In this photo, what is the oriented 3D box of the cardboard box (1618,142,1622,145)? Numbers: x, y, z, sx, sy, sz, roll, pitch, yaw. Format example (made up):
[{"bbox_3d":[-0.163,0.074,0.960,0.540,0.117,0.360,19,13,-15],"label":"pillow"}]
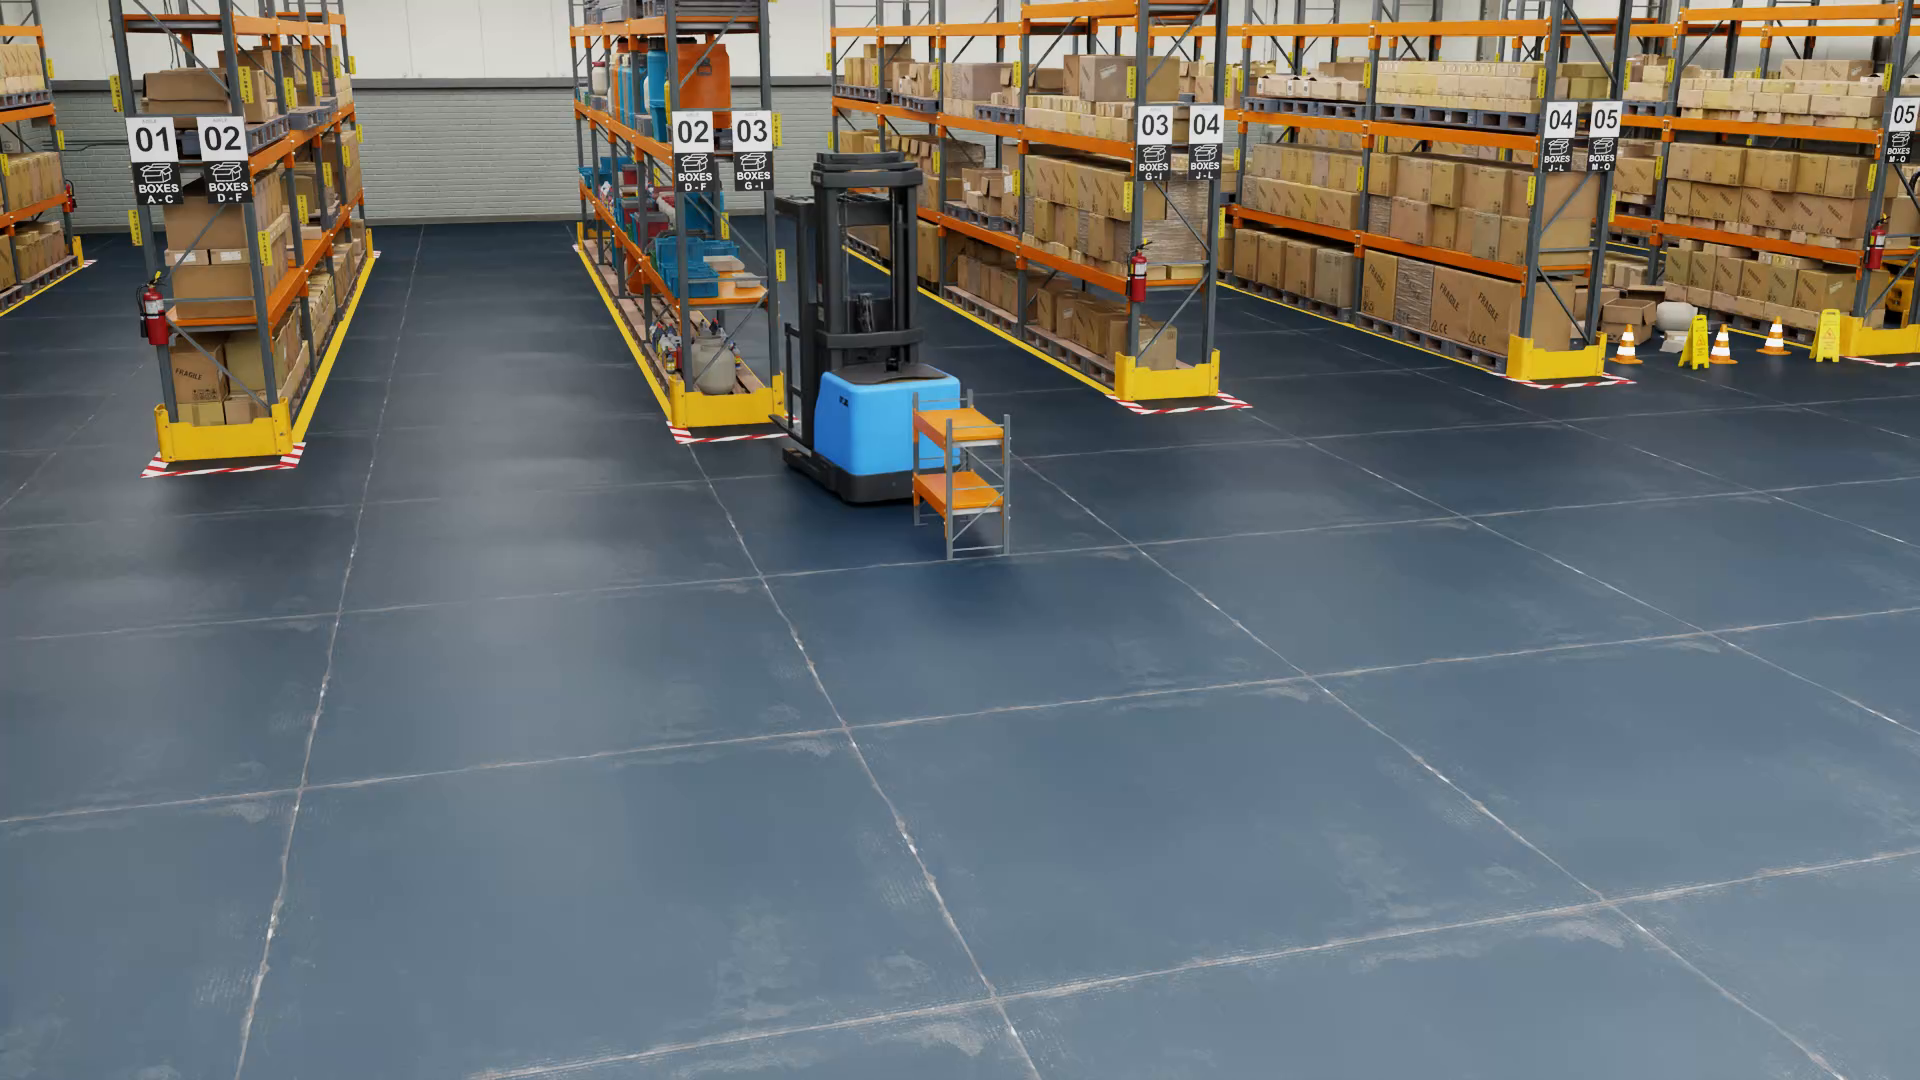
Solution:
[{"bbox_3d":[10.421,-6.334,26.777,0.380,0.149,0.250,-6,18,-18],"label":"cardboard box"}]

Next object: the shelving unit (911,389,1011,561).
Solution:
[{"bbox_3d":[-0.002,-0.541,13.296,0.538,1.125,1.048,-5,17,-15],"label":"shelving unit"}]

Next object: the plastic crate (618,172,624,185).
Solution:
[{"bbox_3d":[-5.933,-6.403,29.654,0.437,0.282,0.530,-5,17,-15],"label":"plastic crate"}]

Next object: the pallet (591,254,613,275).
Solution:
[{"bbox_3d":[-5.929,-4.859,29.259,1.003,0.211,1.213,-5,17,-15],"label":"pallet"}]

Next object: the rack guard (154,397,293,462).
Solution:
[{"bbox_3d":[-7.149,-1.080,16.178,1.175,0.500,0.348,-5,17,-15],"label":"rack guard"}]

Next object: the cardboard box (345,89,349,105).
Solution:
[{"bbox_3d":[-10.881,-7.677,28.841,0.500,0.250,0.500,-5,17,-15],"label":"cardboard box"}]

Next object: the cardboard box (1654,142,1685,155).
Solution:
[{"bbox_3d":[13.648,-7.299,31.635,0.700,0.500,0.500,-5,17,-16],"label":"cardboard box"}]

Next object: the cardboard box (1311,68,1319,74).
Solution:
[{"bbox_3d":[7.712,-9.772,34.911,0.500,0.250,0.500,-6,18,-20],"label":"cardboard box"}]

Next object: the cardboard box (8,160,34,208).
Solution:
[{"bbox_3d":[-15.544,-5.708,26.718,0.980,0.700,0.700,-5,17,-17],"label":"cardboard box"}]

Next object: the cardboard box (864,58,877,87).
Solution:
[{"bbox_3d":[-1.344,-8.480,30.176,0.700,0.500,0.500,-4,17,-12],"label":"cardboard box"}]

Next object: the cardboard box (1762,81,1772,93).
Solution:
[{"bbox_3d":[11.079,-6.118,22.441,0.380,0.149,0.250,-4,17,-14],"label":"cardboard box"}]

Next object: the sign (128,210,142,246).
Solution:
[{"bbox_3d":[-7.681,-2.913,15.510,0.100,0.325,0.005,-5,17,-15],"label":"sign"}]

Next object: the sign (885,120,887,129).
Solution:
[{"bbox_3d":[-1.501,-8.199,33.108,0.100,0.325,0.005,-5,17,-15],"label":"sign"}]

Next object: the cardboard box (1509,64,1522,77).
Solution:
[{"bbox_3d":[6.681,-5.513,19.524,0.380,0.149,0.250,-5,17,-15],"label":"cardboard box"}]

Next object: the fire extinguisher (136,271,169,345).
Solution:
[{"bbox_3d":[-7.570,-2.177,15.621,0.296,0.674,0.183,-5,17,-15],"label":"fire extinguisher"}]

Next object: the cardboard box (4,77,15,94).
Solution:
[{"bbox_3d":[-15.278,-7.178,26.278,0.500,0.250,0.500,-5,17,-16],"label":"cardboard box"}]

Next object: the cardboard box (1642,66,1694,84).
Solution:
[{"bbox_3d":[10.517,-6.911,24.694,0.500,0.250,0.500,-4,17,-14],"label":"cardboard box"}]

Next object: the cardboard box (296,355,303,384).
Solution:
[{"bbox_3d":[-7.638,-1.887,18.570,0.500,0.250,0.500,-5,17,-15],"label":"cardboard box"}]

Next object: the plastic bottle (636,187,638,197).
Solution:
[{"bbox_3d":[-5.261,-5.730,27.400,0.144,0.351,0.185,-5,17,-15],"label":"plastic bottle"}]

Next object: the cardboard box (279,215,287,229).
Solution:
[{"bbox_3d":[-7.908,-3.622,18.994,0.380,0.149,0.250,-5,17,-16],"label":"cardboard box"}]

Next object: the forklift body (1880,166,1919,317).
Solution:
[{"bbox_3d":[14.395,-4.217,23.751,2.313,2.155,1.214,-5,17,-15],"label":"forklift body"}]

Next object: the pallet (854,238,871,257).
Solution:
[{"bbox_3d":[-1.400,-5.604,31.743,1.003,0.211,1.213,-5,17,-15],"label":"pallet"}]

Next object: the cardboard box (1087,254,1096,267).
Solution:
[{"bbox_3d":[1.734,-3.353,19.836,0.380,0.149,0.250,-5,17,-15],"label":"cardboard box"}]

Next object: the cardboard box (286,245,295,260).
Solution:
[{"bbox_3d":[-8.302,-3.531,20.430,0.380,0.149,0.250,-5,17,-15],"label":"cardboard box"}]

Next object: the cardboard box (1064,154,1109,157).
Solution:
[{"bbox_3d":[1.659,-4.739,21.585,0.500,0.500,0.500,-5,17,-15],"label":"cardboard box"}]

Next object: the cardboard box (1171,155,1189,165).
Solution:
[{"bbox_3d":[3.891,-6.612,28.923,0.380,0.149,0.250,-4,17,-13],"label":"cardboard box"}]

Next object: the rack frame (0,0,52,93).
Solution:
[{"bbox_3d":[-16.315,-9.190,28.404,1.000,3.000,0.127,-5,17,-15],"label":"rack frame"}]

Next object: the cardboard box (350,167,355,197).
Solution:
[{"bbox_3d":[-10.611,-6.093,28.350,0.500,0.500,0.500,-5,17,-16],"label":"cardboard box"}]

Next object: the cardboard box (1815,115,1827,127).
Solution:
[{"bbox_3d":[11.386,-5.460,21.638,0.380,0.149,0.250,-5,17,-15],"label":"cardboard box"}]

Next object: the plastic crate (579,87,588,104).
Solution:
[{"bbox_3d":[-6.477,-7.842,29.338,0.437,0.282,0.530,-5,17,-15],"label":"plastic crate"}]

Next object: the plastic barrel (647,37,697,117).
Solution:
[{"bbox_3d":[-3.321,-5.375,19.316,0.600,0.901,0.708,-5,17,-15],"label":"plastic barrel"}]

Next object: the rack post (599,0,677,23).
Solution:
[{"bbox_3d":[-4.115,-7.288,21.724,1.013,1.000,3.121,-5,17,-15],"label":"rack post"}]

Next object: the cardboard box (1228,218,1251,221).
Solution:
[{"bbox_3d":[4.872,-5.356,28.381,0.500,0.250,0.500,-5,17,-16],"label":"cardboard box"}]

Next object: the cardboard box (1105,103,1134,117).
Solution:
[{"bbox_3d":[1.854,-4.822,18.645,0.380,0.149,0.250,-5,18,-18],"label":"cardboard box"}]

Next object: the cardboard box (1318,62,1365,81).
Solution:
[{"bbox_3d":[5.715,-6.918,24.976,0.500,0.500,0.500,-5,17,-15],"label":"cardboard box"}]

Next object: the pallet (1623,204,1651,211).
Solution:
[{"bbox_3d":[10.283,-5.426,26.635,1.003,0.211,1.213,-5,17,-15],"label":"pallet"}]

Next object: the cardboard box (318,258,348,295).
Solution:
[{"bbox_3d":[-9.487,-3.942,24.942,0.500,0.500,0.500,-5,17,-16],"label":"cardboard box"}]

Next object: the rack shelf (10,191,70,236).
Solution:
[{"bbox_3d":[-15.765,-5.419,27.529,1.077,0.370,4.000,-5,17,-15],"label":"rack shelf"}]

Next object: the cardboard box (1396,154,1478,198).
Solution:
[{"bbox_3d":[6.399,-4.878,22.339,0.875,0.550,0.550,-5,17,-15],"label":"cardboard box"}]

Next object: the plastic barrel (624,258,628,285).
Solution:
[{"bbox_3d":[-4.983,-4.180,25.748,0.421,0.512,0.421,0,17,0],"label":"plastic barrel"}]

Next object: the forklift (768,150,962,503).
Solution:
[{"bbox_3d":[-1.038,-2.104,15.363,1.130,2.935,3.031,-7,18,-23],"label":"forklift"}]

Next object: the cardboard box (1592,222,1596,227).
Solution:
[{"bbox_3d":[12.937,-6.529,34.199,0.380,0.149,0.250,-5,18,-17],"label":"cardboard box"}]

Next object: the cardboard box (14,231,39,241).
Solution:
[{"bbox_3d":[-15.385,-4.994,27.349,0.380,0.149,0.250,-5,17,-17],"label":"cardboard box"}]

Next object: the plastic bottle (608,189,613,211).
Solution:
[{"bbox_3d":[-5.430,-5.305,25.985,0.144,0.351,0.185,-5,17,-15],"label":"plastic bottle"}]

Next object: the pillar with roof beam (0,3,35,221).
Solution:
[{"bbox_3d":[-13.749,-10.209,31.796,9.100,9.000,0.400,-5,17,-15],"label":"pillar with roof beam"}]

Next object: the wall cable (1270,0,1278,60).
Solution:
[{"bbox_3d":[9.080,-12.986,40.976,2.988,3.039,0.133,-5,17,-15],"label":"wall cable"}]

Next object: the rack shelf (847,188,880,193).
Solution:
[{"bbox_3d":[-1.477,-6.594,31.440,1.077,0.370,4.000,-5,17,-15],"label":"rack shelf"}]

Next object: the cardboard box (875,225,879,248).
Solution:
[{"bbox_3d":[-1.032,-5.758,30.369,0.875,0.875,0.875,-5,17,-15],"label":"cardboard box"}]

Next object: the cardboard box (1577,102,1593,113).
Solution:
[{"bbox_3d":[7.381,-5.116,19.587,0.380,0.149,0.250,-5,17,-15],"label":"cardboard box"}]

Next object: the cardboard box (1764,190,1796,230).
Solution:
[{"bbox_3d":[11.217,-4.446,22.347,0.500,0.500,0.500,-5,17,-16],"label":"cardboard box"}]

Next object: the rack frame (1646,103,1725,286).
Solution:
[{"bbox_3d":[10.799,-4.956,24.737,1.000,3.000,0.127,-5,17,-15],"label":"rack frame"}]

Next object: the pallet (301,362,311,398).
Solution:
[{"bbox_3d":[-8.077,-1.832,19.182,1.003,0.211,1.213,-5,17,-15],"label":"pallet"}]

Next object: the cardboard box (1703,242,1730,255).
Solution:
[{"bbox_3d":[10.821,-4.144,23.652,0.380,0.149,0.250,-4,17,-13],"label":"cardboard box"}]

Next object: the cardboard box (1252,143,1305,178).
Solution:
[{"bbox_3d":[5.082,-6.045,26.450,0.700,0.500,0.500,-5,17,-16],"label":"cardboard box"}]

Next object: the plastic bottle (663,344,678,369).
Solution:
[{"bbox_3d":[-3.361,-2.126,19.285,0.152,0.276,0.135,-5,17,-15],"label":"plastic bottle"}]

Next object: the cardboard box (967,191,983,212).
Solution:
[{"bbox_3d":[0.411,-4.926,24.169,0.500,0.250,0.500,-5,17,-17],"label":"cardboard box"}]
